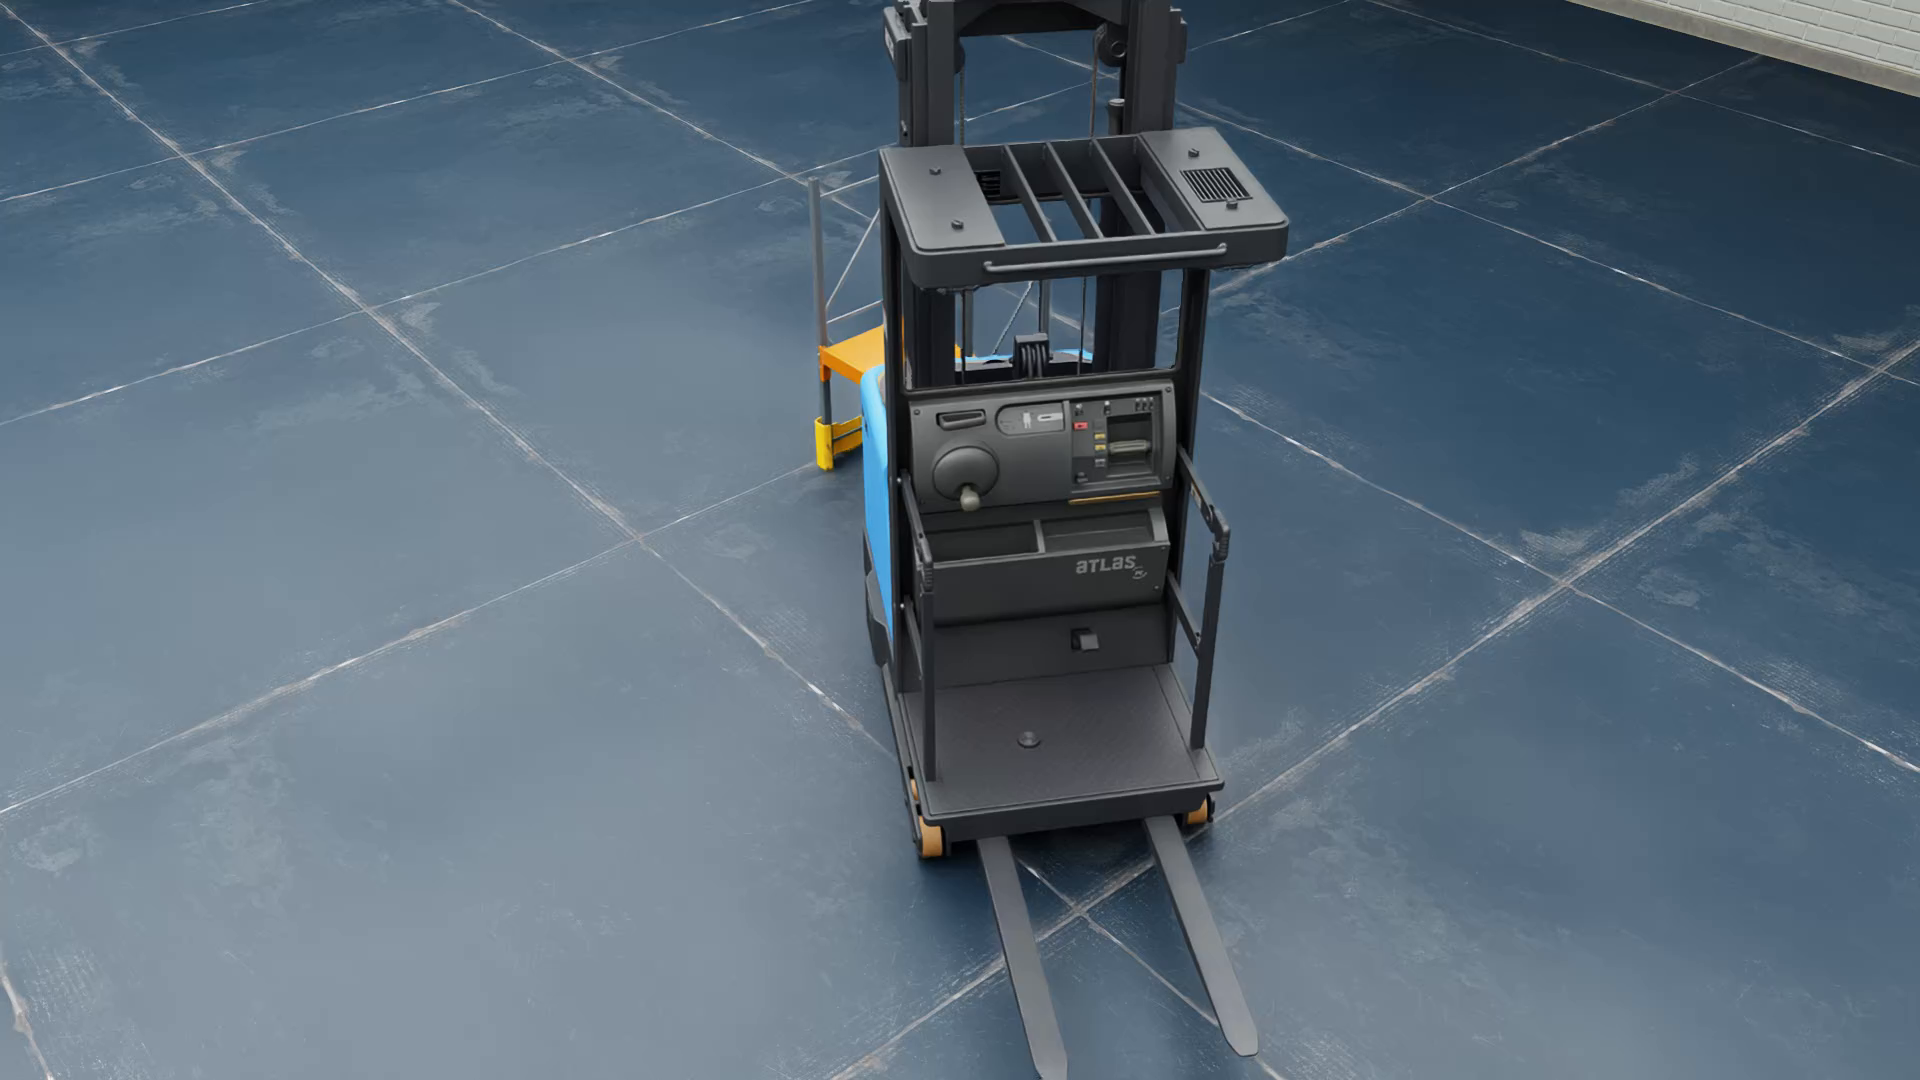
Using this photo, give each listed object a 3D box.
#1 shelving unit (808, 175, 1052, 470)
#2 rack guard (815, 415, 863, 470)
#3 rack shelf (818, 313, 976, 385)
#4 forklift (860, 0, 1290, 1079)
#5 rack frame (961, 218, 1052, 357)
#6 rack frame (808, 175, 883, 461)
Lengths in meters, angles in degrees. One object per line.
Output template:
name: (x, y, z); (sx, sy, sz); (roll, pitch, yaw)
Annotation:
shelving unit: (-0.139, -0.875, 7.688); (0.587, 1.500, 1.083); (-28, 44, -33)
rack guard: (-0.474, -0.578, 8.350); (0.587, 0.250, 0.087); (-28, 44, -33)
rack shelf: (-0.145, -0.732, 7.797); (0.538, 0.185, 1.000); (-28, 44, -33)
forklift: (0.331, -0.258, 5.579); (1.130, 2.935, 3.031); (-6, 36, -8)
rack frame: (0.197, -0.662, 7.386); (0.500, 1.500, 0.032); (-28, 44, -33)
rack frame: (-0.487, -1.096, 8.000); (0.500, 1.500, 0.032); (-28, 44, -33)
